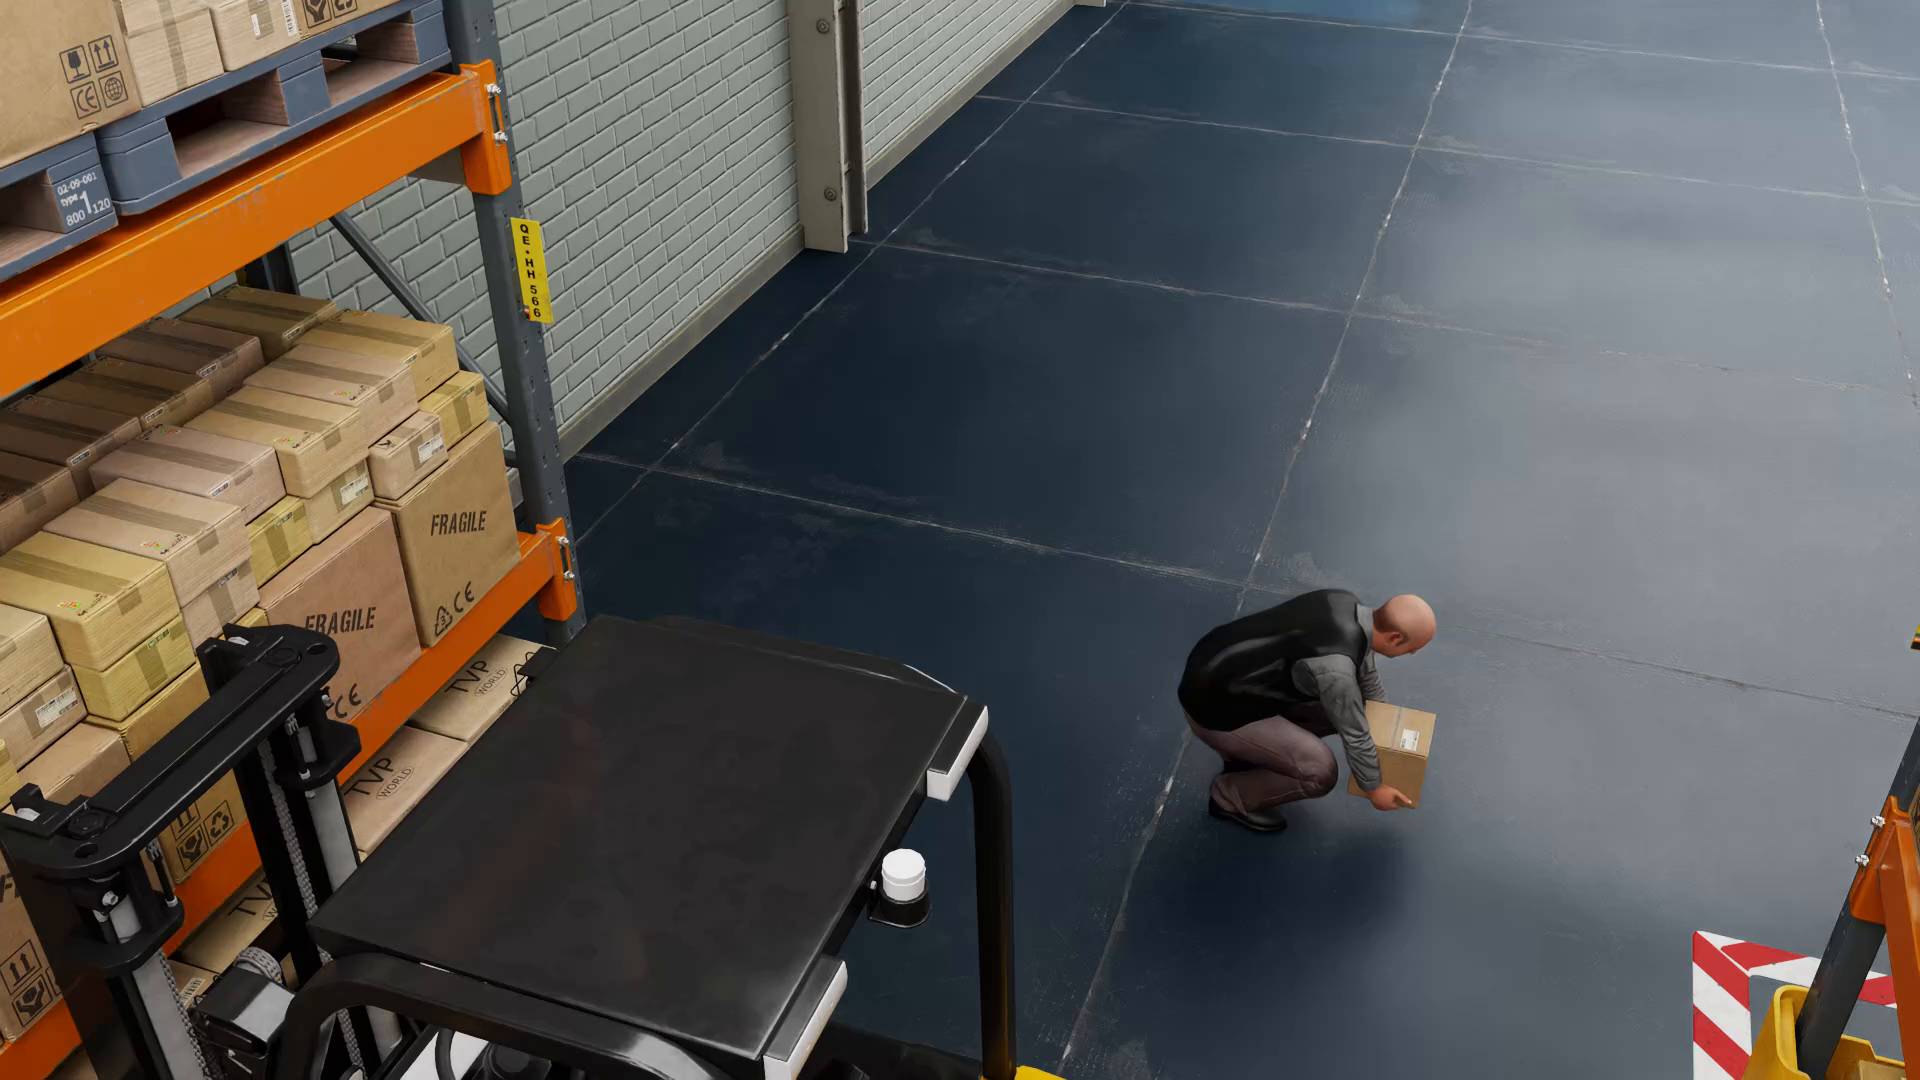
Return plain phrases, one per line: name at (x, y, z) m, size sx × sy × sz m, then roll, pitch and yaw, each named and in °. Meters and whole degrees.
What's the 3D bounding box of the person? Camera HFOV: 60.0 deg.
person at (1.234, 0.580, 5.981) m, size 0.875 × 0.960 × 0.516 m, roll 10°, pitch 34°, yaw 15°
